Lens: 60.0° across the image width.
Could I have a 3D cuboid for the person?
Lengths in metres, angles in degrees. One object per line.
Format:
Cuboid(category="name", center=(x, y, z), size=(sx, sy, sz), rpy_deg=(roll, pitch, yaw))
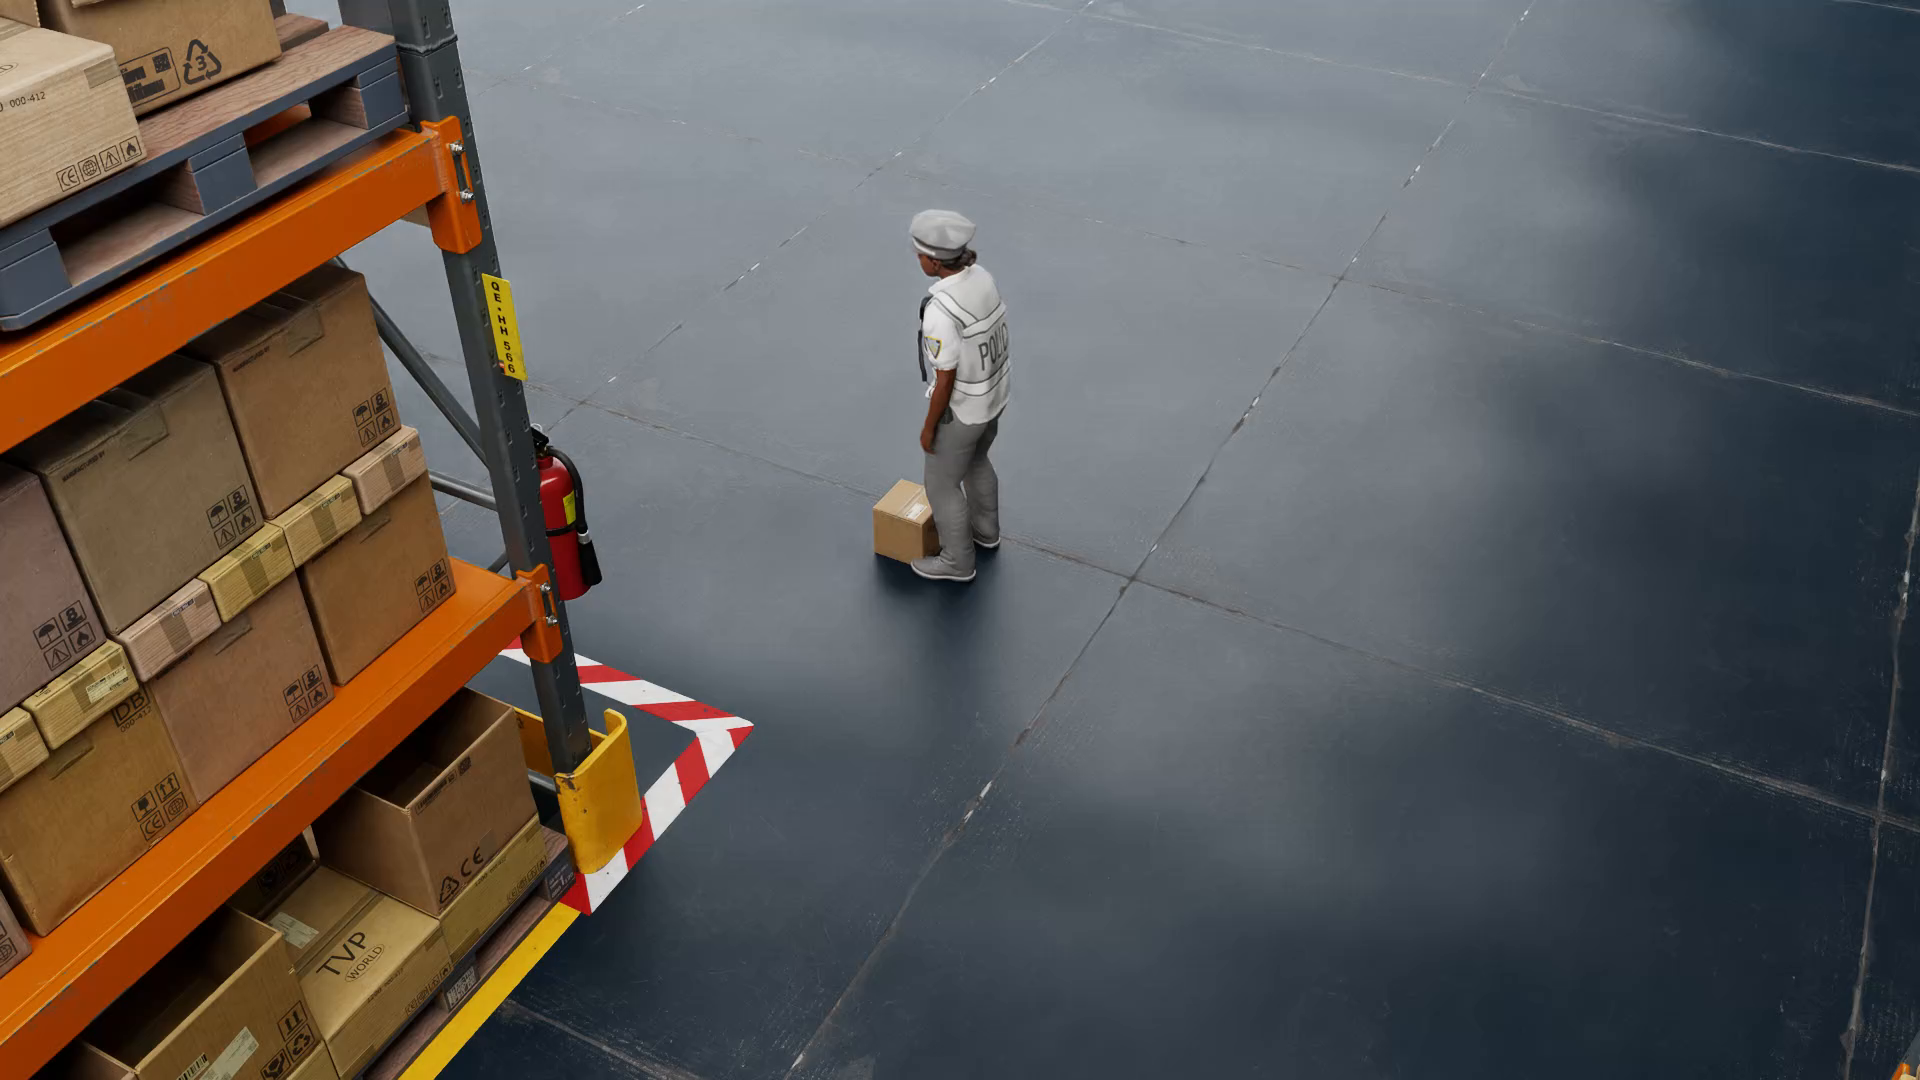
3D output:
Cuboid(category="person", center=(-0.001, -0.568, 6.875), size=(0.395, 1.659, 0.508), rpy_deg=(18, 42, 21))
